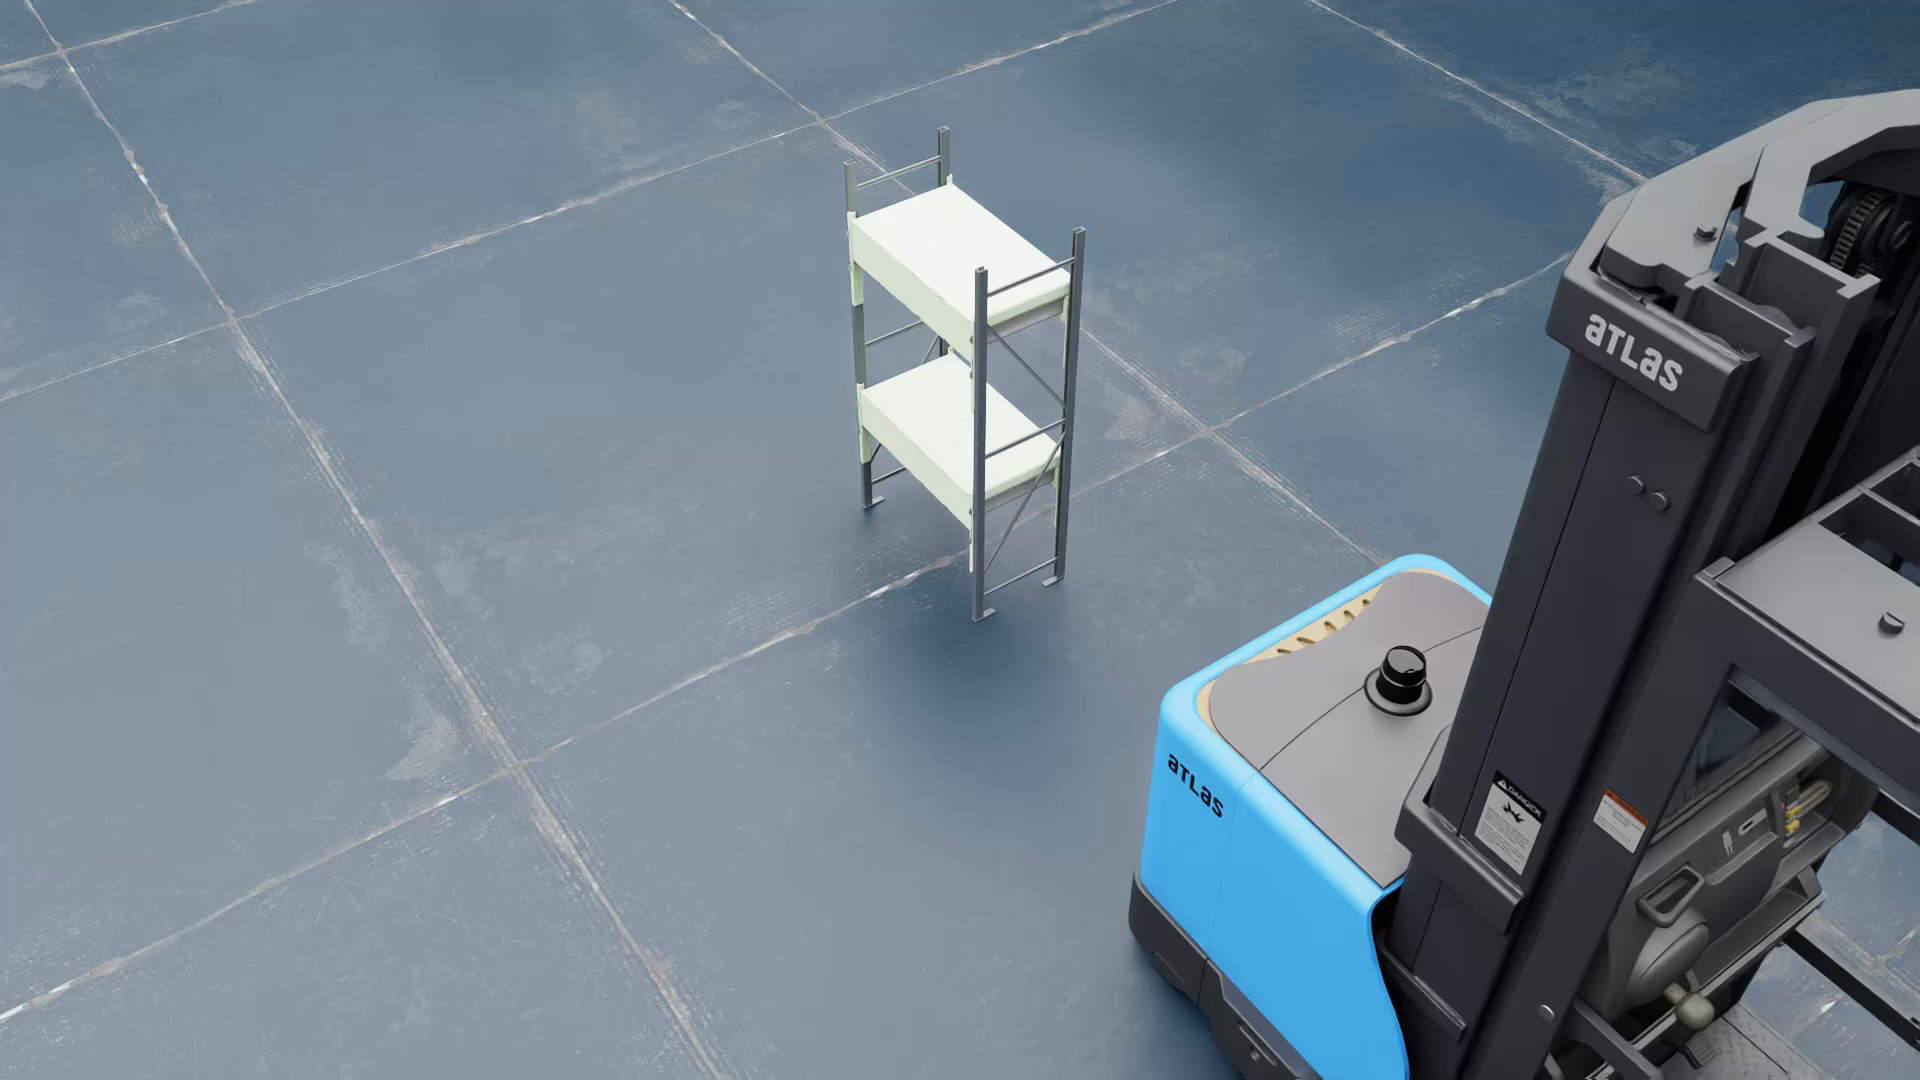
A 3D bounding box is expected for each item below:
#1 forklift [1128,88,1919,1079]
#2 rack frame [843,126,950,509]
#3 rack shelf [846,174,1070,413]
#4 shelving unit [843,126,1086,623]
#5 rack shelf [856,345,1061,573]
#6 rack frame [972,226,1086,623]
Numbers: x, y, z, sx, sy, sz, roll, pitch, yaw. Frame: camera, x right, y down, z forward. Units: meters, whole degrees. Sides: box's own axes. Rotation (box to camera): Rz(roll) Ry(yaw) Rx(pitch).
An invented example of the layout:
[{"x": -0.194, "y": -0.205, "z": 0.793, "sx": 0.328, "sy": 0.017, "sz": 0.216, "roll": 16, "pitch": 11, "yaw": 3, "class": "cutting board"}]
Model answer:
[{"x": 1.762, "y": 0.754, "z": 3.337, "sx": 1.130, "sy": 2.935, "sz": 3.031, "roll": -26, "pitch": 49, "yaw": -25, "class": "forklift"}, {"x": -0.206, "y": -0.746, "z": 5.945, "sx": 0.400, "sy": 1.500, "sz": 0.023, "roll": -26, "pitch": 49, "yaw": -24, "class": "rack frame"}, {"x": 0.004, "y": -0.821, "z": 5.459, "sx": 0.431, "sy": 0.370, "sz": 0.720, "roll": -26, "pitch": 49, "yaw": -24, "class": "rack shelf"}, {"x": 0.004, "y": -0.539, "z": 5.728, "sx": 0.431, "sy": 1.500, "sz": 0.755, "roll": -26, "pitch": 49, "yaw": -24, "class": "shelving unit"}, {"x": 0.004, "y": -0.303, "z": 5.953, "sx": 0.431, "sy": 0.370, "sz": 0.720, "roll": -26, "pitch": 49, "yaw": -24, "class": "rack shelf"}, {"x": 0.213, "y": -0.331, "z": 5.511, "sx": 0.400, "sy": 1.500, "sz": 0.023, "roll": -26, "pitch": 49, "yaw": -24, "class": "rack frame"}]
